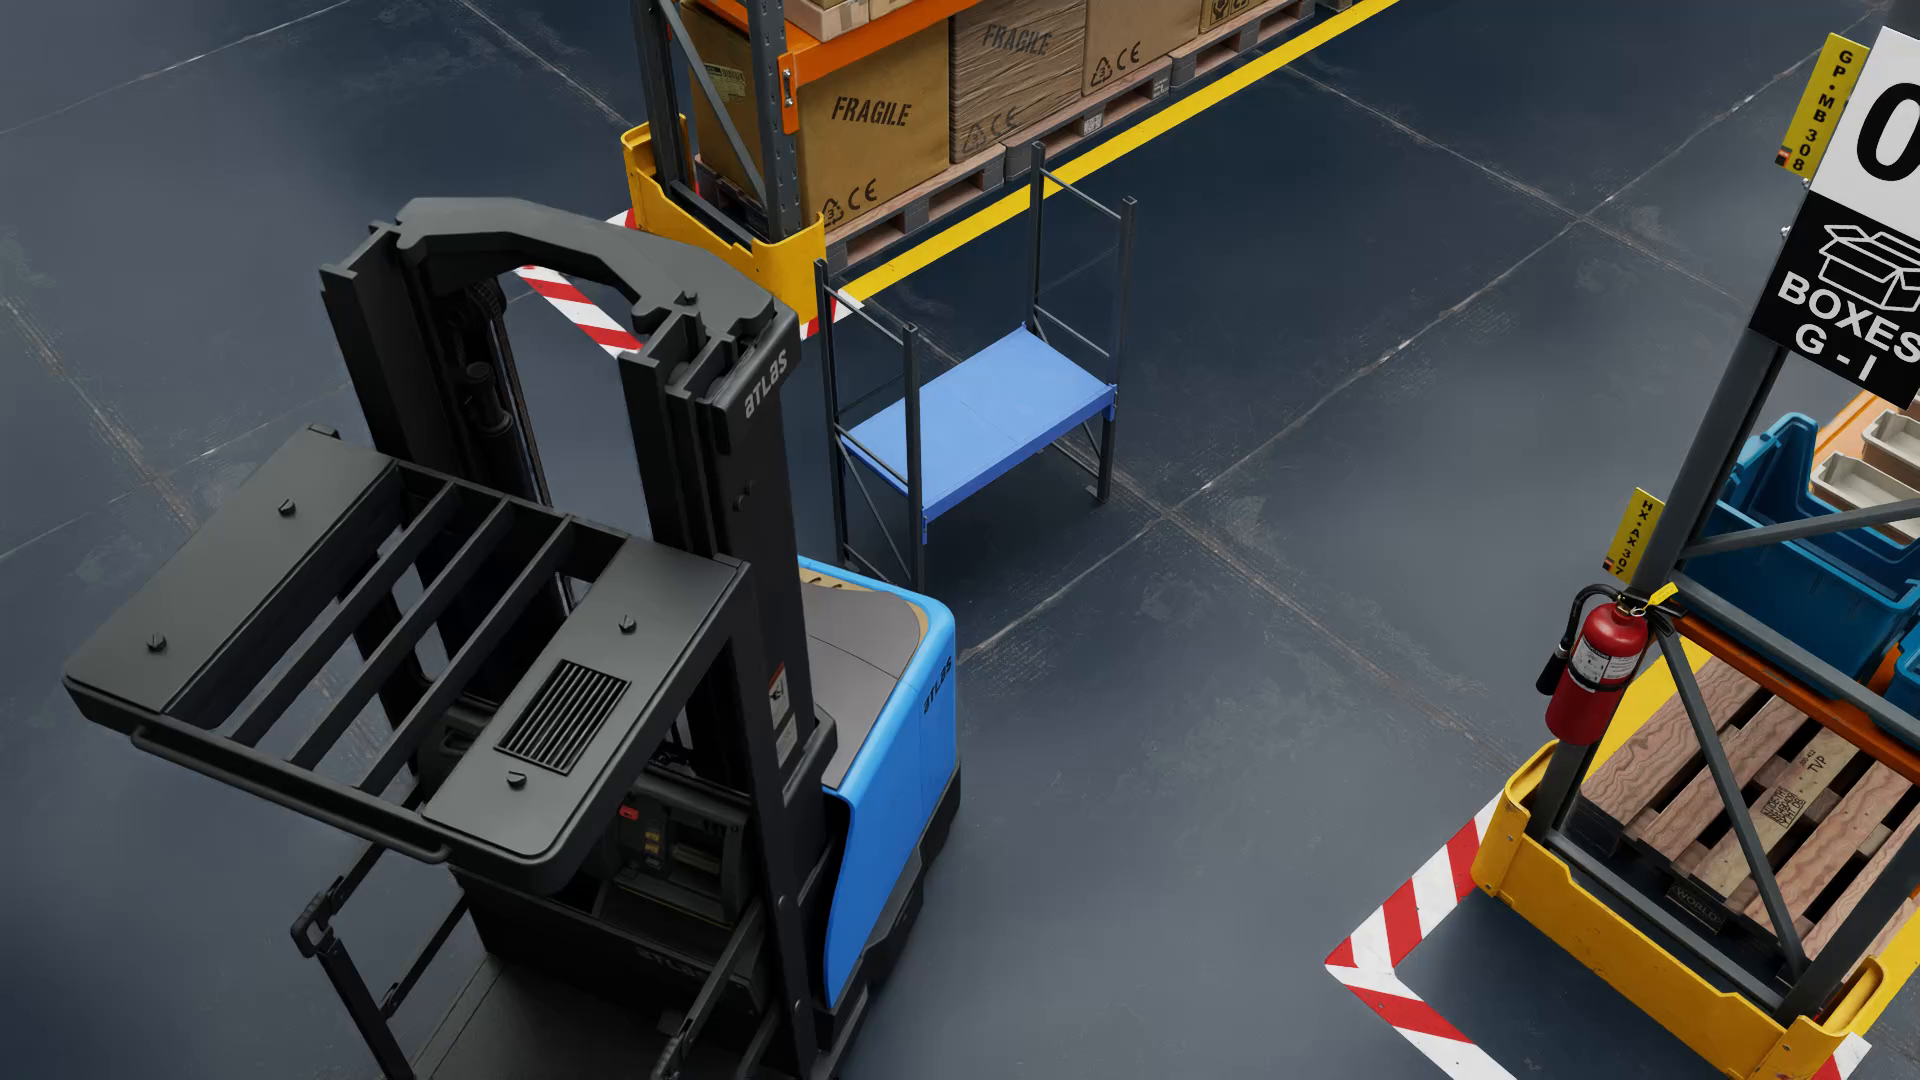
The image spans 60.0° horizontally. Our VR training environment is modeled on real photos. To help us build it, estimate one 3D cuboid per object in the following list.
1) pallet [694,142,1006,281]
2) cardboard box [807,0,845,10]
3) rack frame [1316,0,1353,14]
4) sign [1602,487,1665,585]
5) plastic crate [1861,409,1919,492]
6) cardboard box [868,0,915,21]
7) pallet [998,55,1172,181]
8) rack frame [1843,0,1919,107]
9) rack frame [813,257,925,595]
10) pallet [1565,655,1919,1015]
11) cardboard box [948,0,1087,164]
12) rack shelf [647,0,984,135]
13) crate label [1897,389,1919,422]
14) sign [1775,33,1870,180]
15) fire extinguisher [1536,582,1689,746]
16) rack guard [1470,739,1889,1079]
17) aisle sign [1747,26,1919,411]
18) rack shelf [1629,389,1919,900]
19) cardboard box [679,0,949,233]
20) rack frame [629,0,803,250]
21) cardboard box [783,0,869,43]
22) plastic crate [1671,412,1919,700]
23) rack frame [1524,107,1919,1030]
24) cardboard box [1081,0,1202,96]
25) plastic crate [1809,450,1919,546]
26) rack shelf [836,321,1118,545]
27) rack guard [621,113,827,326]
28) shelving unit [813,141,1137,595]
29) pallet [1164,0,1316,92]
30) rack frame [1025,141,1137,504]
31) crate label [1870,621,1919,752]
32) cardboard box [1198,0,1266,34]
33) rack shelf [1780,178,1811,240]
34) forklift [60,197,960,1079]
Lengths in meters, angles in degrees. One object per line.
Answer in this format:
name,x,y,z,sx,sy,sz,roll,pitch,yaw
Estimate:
pallet,-0.543,-1.845,8.309,1.213,0.211,1.003,-34,56,-27
cardboard box,-0.546,-2.493,6.909,0.500,0.250,0.500,-35,56,-28
rack frame,1.877,-4.330,8.705,0.127,3.000,1.000,-34,56,-27
sign,1.868,-0.006,4.603,0.005,0.325,0.100,-34,56,-27
plastic crate,2.955,-0.227,5.057,0.243,0.136,0.396,-34,56,-27
cardboard box,-0.409,-2.391,7.086,0.250,0.149,0.380,-35,56,-28
pallet,0.359,-2.445,8.862,1.213,0.211,1.003,-34,56,-27
rack frame,2.250,-1.694,2.190,0.127,3.000,1.000,-34,56,-27
rack frame,-0.313,-0.299,6.006,0.032,1.500,0.500,-34,56,-27
pallet,2.886,0.900,5.776,1.213,0.211,1.003,-34,56,-27
cardboard box,0.011,-2.584,8.254,0.875,0.875,0.875,-34,56,-27
rack shelf,0.397,-3.097,8.057,4.000,0.370,1.077,-34,56,-27
crate label,3.145,-0.378,5.197,0.243,0.136,0.396,-34,56,-27
sign,1.868,-0.932,3.599,0.005,0.325,0.100,-34,56,-27
fire extinguisher,1.832,0.321,4.719,0.183,0.674,0.296,-34,56,-27
rack guard,2.241,1.207,5.296,0.348,0.500,1.175,-34,56,-27
aisle sign,1.999,-0.665,3.553,0.004,0.787,0.394,-34,56,-27
rack shelf,3.729,-0.404,5.571,4.000,0.370,1.077,-34,56,-27
cardboard box,-0.663,-2.134,7.838,0.875,0.875,0.875,-34,56,-27
rack frame,-1.082,-2.353,6.880,0.127,3.000,1.000,-34,56,-27
cardboard box,-0.598,-2.263,6.968,0.250,0.149,0.380,-33,55,-27
plastic crate,2.372,0.041,4.606,0.499,0.435,0.616,-34,56,-27
rack frame,2.250,0.341,4.395,0.127,3.000,1.000,-34,56,-27
cardboard box,0.669,-3.024,8.660,0.875,0.875,0.875,-34,56,-27
plastic crate,2.731,-0.092,4.932,0.243,0.136,0.396,-34,56,-27
rack shelf,0.063,-0.429,6.370,1.000,0.185,0.538,-34,56,-27
rack guard,-1.100,-1.493,7.787,0.348,0.500,1.175,-34,56,-27
shelving unit,0.063,-0.551,6.238,1.048,1.500,0.538,-34,56,-27
pallet,1.262,-3.051,9.422,1.213,0.211,1.003,-34,56,-27
rack frame,0.439,-0.802,6.470,0.032,1.500,0.500,-34,56,-27
crate label,2.654,0.434,4.382,0.303,0.233,0.416,-34,56,-27
cardboard box,1.335,-3.469,9.070,0.875,0.875,0.875,-34,56,-27
rack shelf,3.729,-1.421,4.469,4.000,0.370,1.077,-34,56,-27
forklift,-1.035,0.797,4.020,1.130,2.935,3.031,17,50,15
